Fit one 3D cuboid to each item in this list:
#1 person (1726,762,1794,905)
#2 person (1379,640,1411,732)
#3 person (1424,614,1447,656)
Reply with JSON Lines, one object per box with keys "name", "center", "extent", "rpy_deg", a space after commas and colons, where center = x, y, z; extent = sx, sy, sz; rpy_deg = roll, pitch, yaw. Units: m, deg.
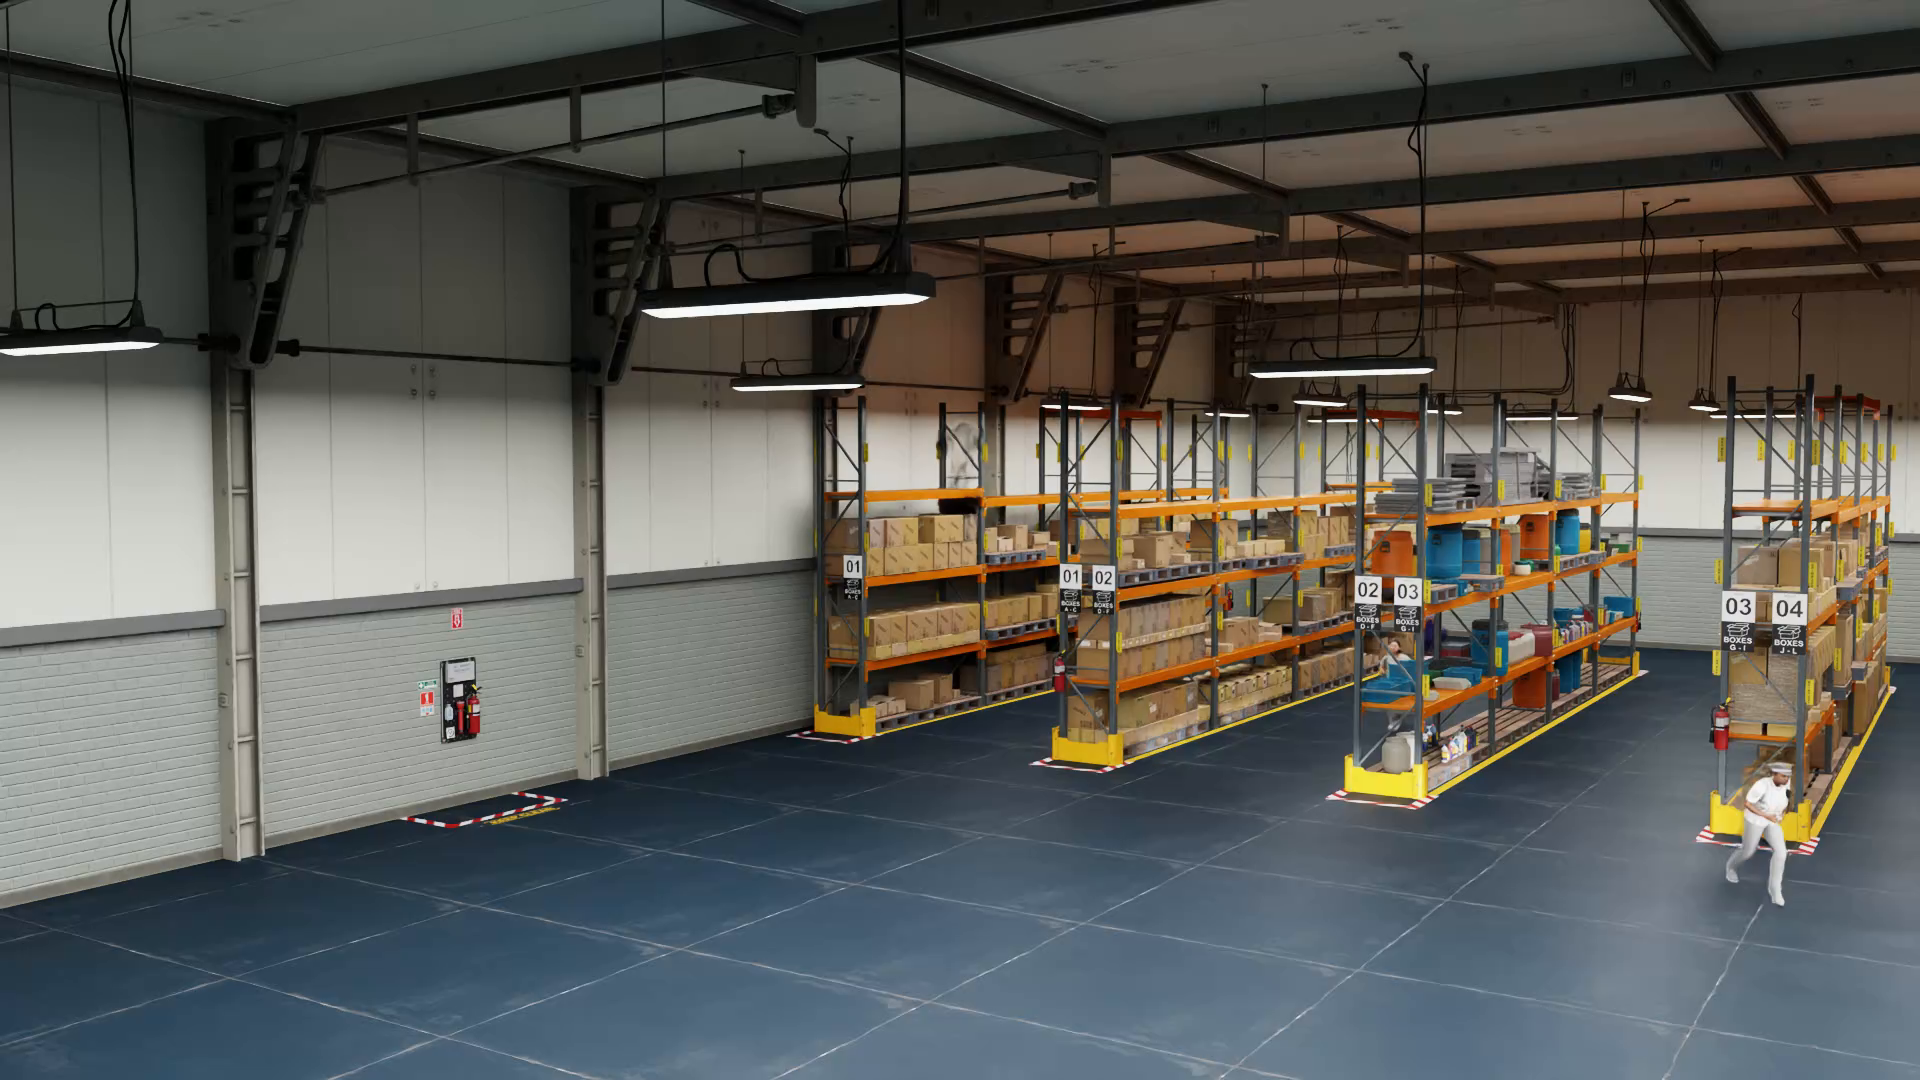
{"name": "person", "center": [9.050, 3.249, 18.832], "extent": [0.617, 1.625, 0.986], "rpy_deg": [-1, 3, -13]}
{"name": "person", "center": [7.784, 2.615, 29.789], "extent": [0.585, 1.661, 0.664], "rpy_deg": [2, 4, 37]}
{"name": "person", "center": [11.642, 2.045, 40.912], "extent": [0.623, 1.618, 0.604], "rpy_deg": [-2, 4, -31]}
